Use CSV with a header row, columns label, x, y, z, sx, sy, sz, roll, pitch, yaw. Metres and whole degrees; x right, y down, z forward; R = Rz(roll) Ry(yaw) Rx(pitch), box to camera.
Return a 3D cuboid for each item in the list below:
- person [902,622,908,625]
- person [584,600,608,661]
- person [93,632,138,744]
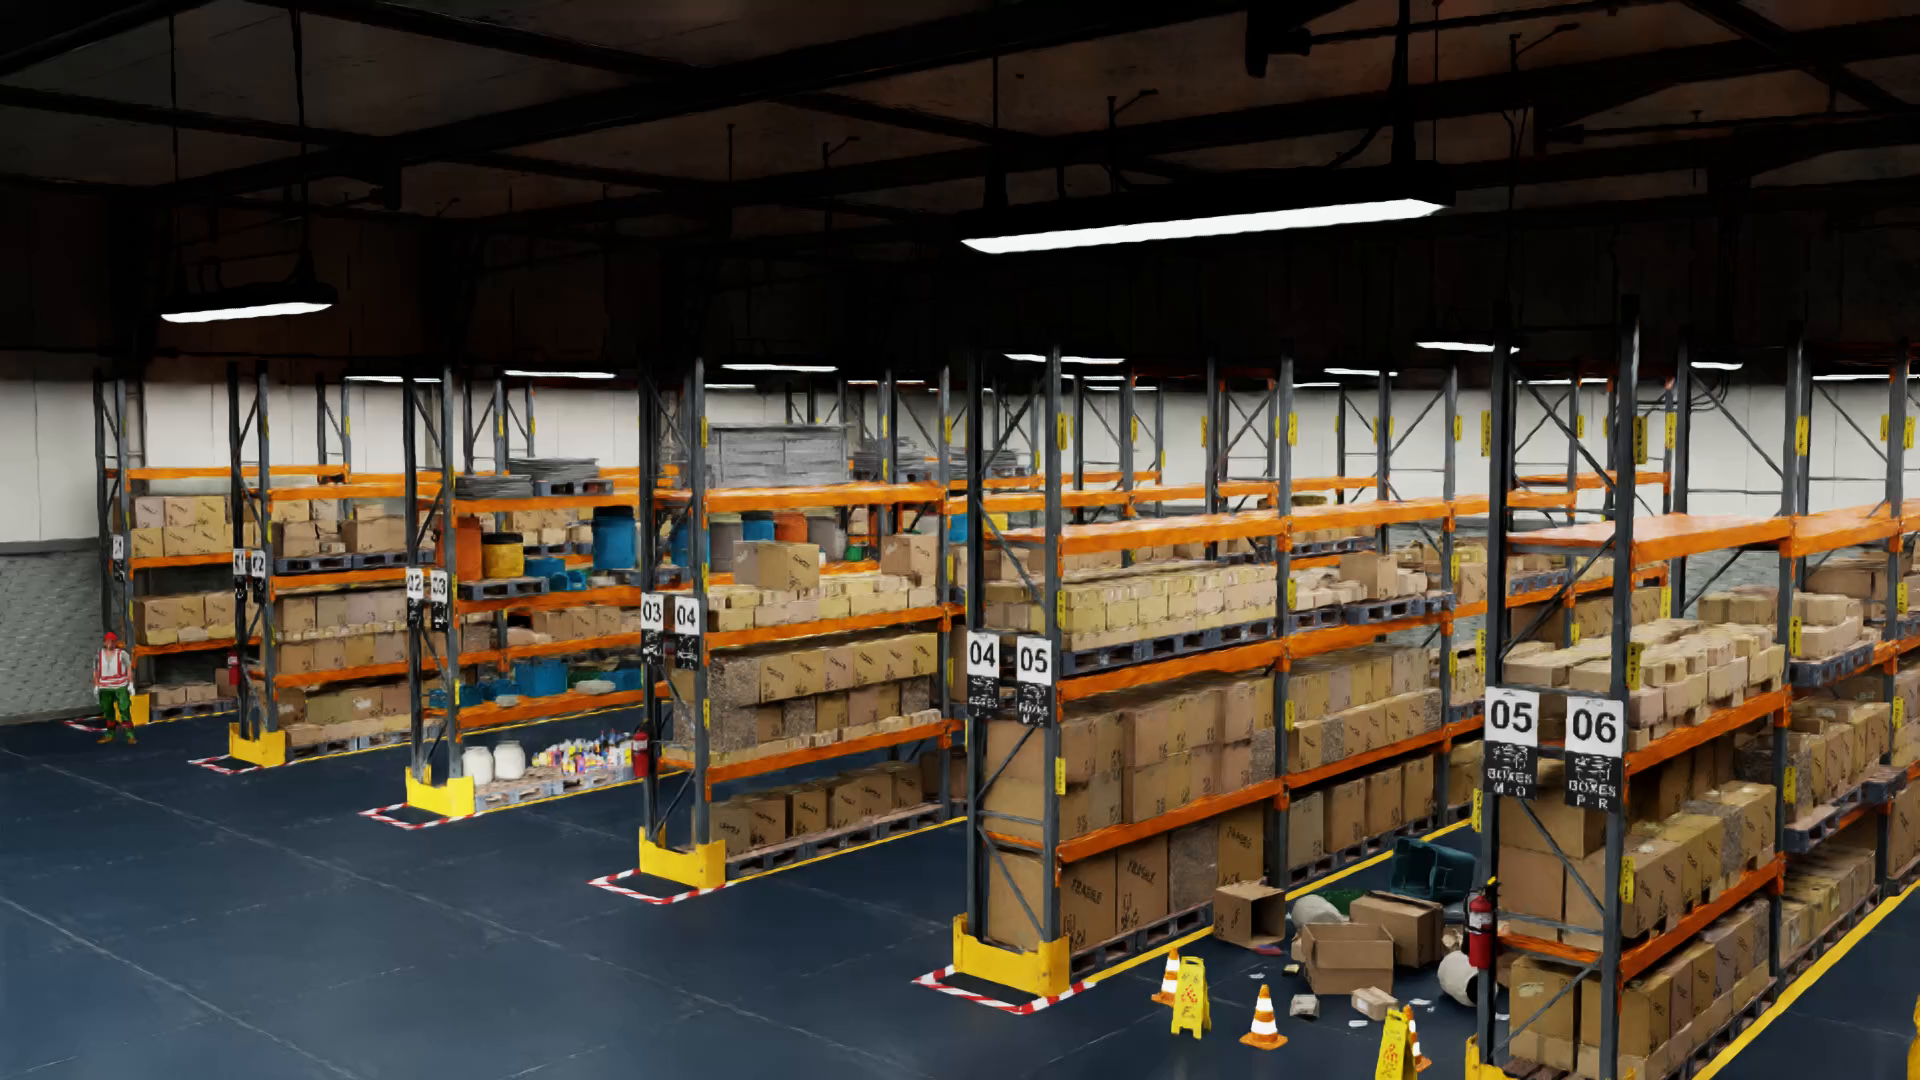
label,x,y,z,sx,sy,sz,roll,pitch,yaw
person,-1.354,1.512,38.005,0.670,1.735,0.549,4,6,41
person,-7.387,1.913,33.360,0.451,1.558,1.088,3,5,39
person,-13.338,2.328,26.275,0.718,1.781,0.566,-1,4,-11
